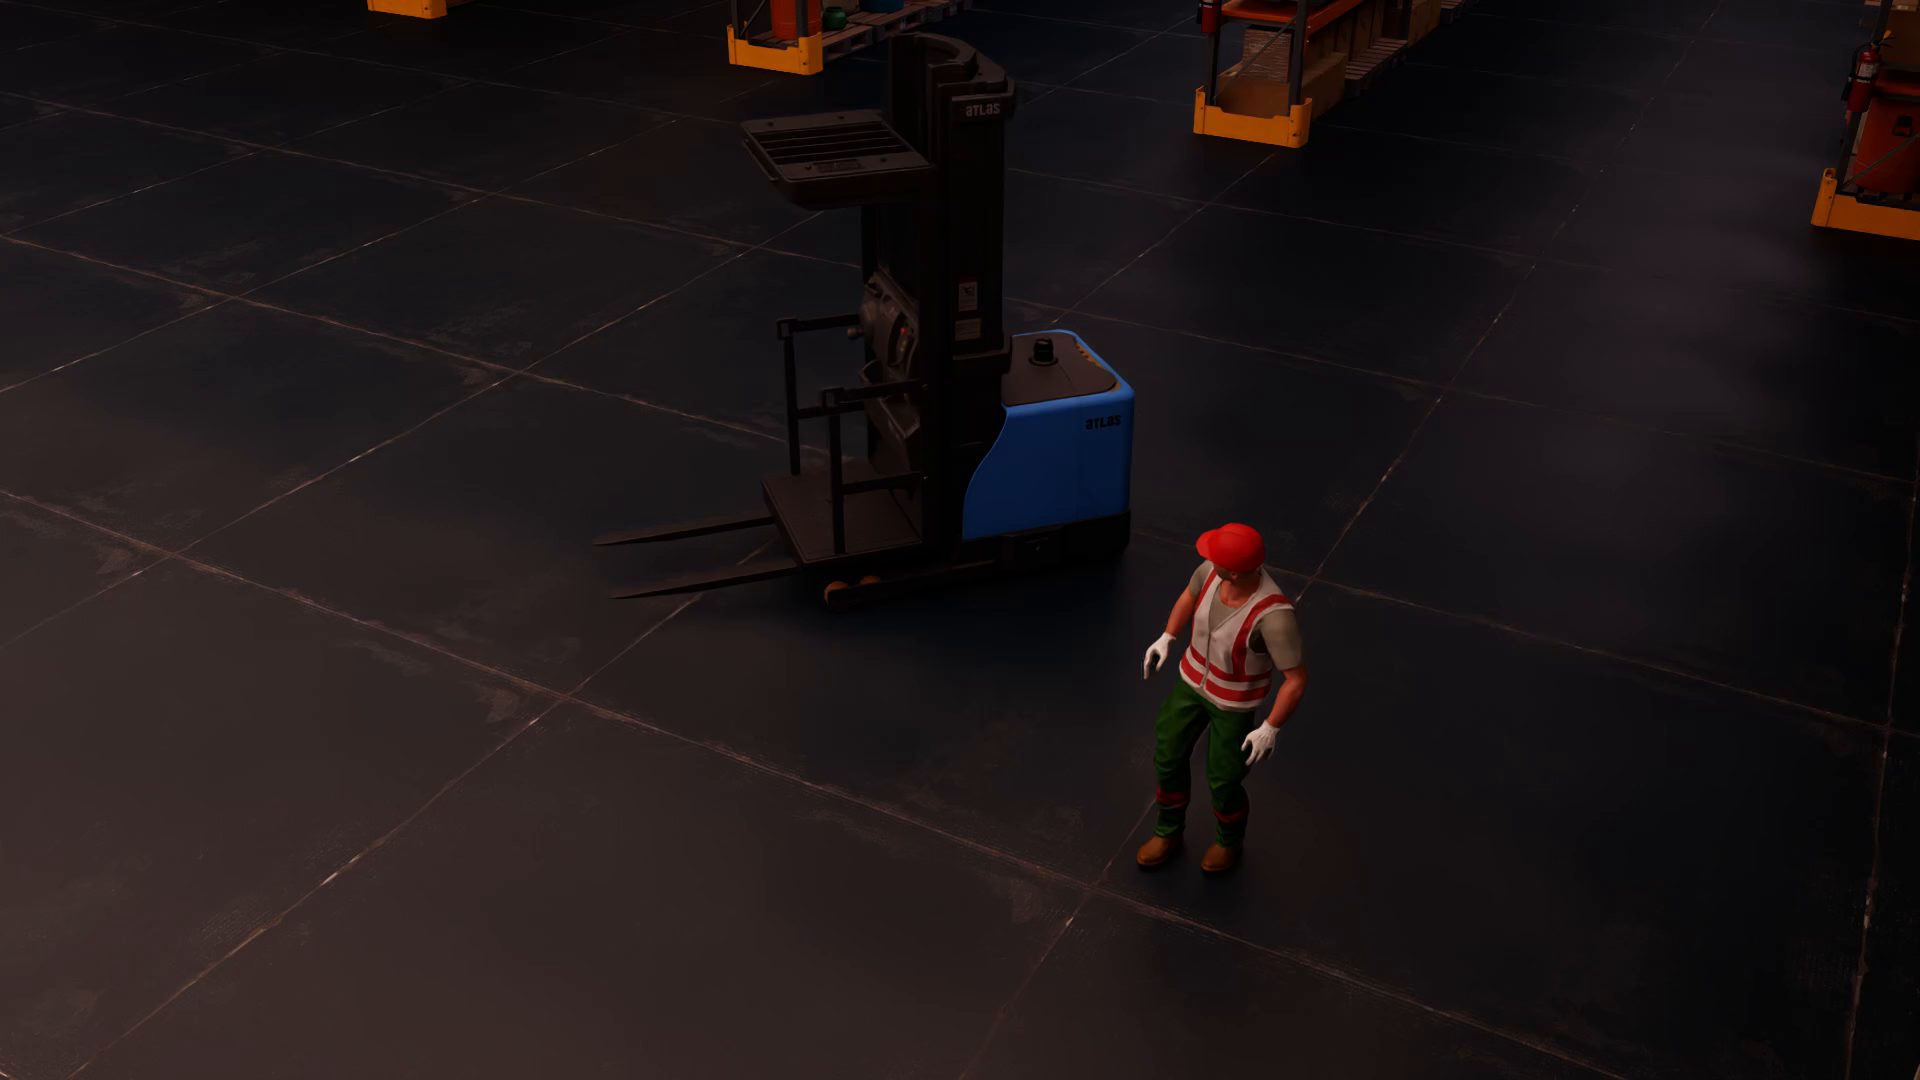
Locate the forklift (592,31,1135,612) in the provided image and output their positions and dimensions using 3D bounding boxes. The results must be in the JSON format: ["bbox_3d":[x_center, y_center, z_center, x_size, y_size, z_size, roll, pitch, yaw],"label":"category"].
[{"bbox_3d":[-0.576,-1.167,9.092,3.031,2.935,1.130,-10,31,-16],"label":"forklift"}]

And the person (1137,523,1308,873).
[{"bbox_3d":[1.092,0.686,7.063,0.502,1.755,0.745,-26,39,-37],"label":"person"}]
